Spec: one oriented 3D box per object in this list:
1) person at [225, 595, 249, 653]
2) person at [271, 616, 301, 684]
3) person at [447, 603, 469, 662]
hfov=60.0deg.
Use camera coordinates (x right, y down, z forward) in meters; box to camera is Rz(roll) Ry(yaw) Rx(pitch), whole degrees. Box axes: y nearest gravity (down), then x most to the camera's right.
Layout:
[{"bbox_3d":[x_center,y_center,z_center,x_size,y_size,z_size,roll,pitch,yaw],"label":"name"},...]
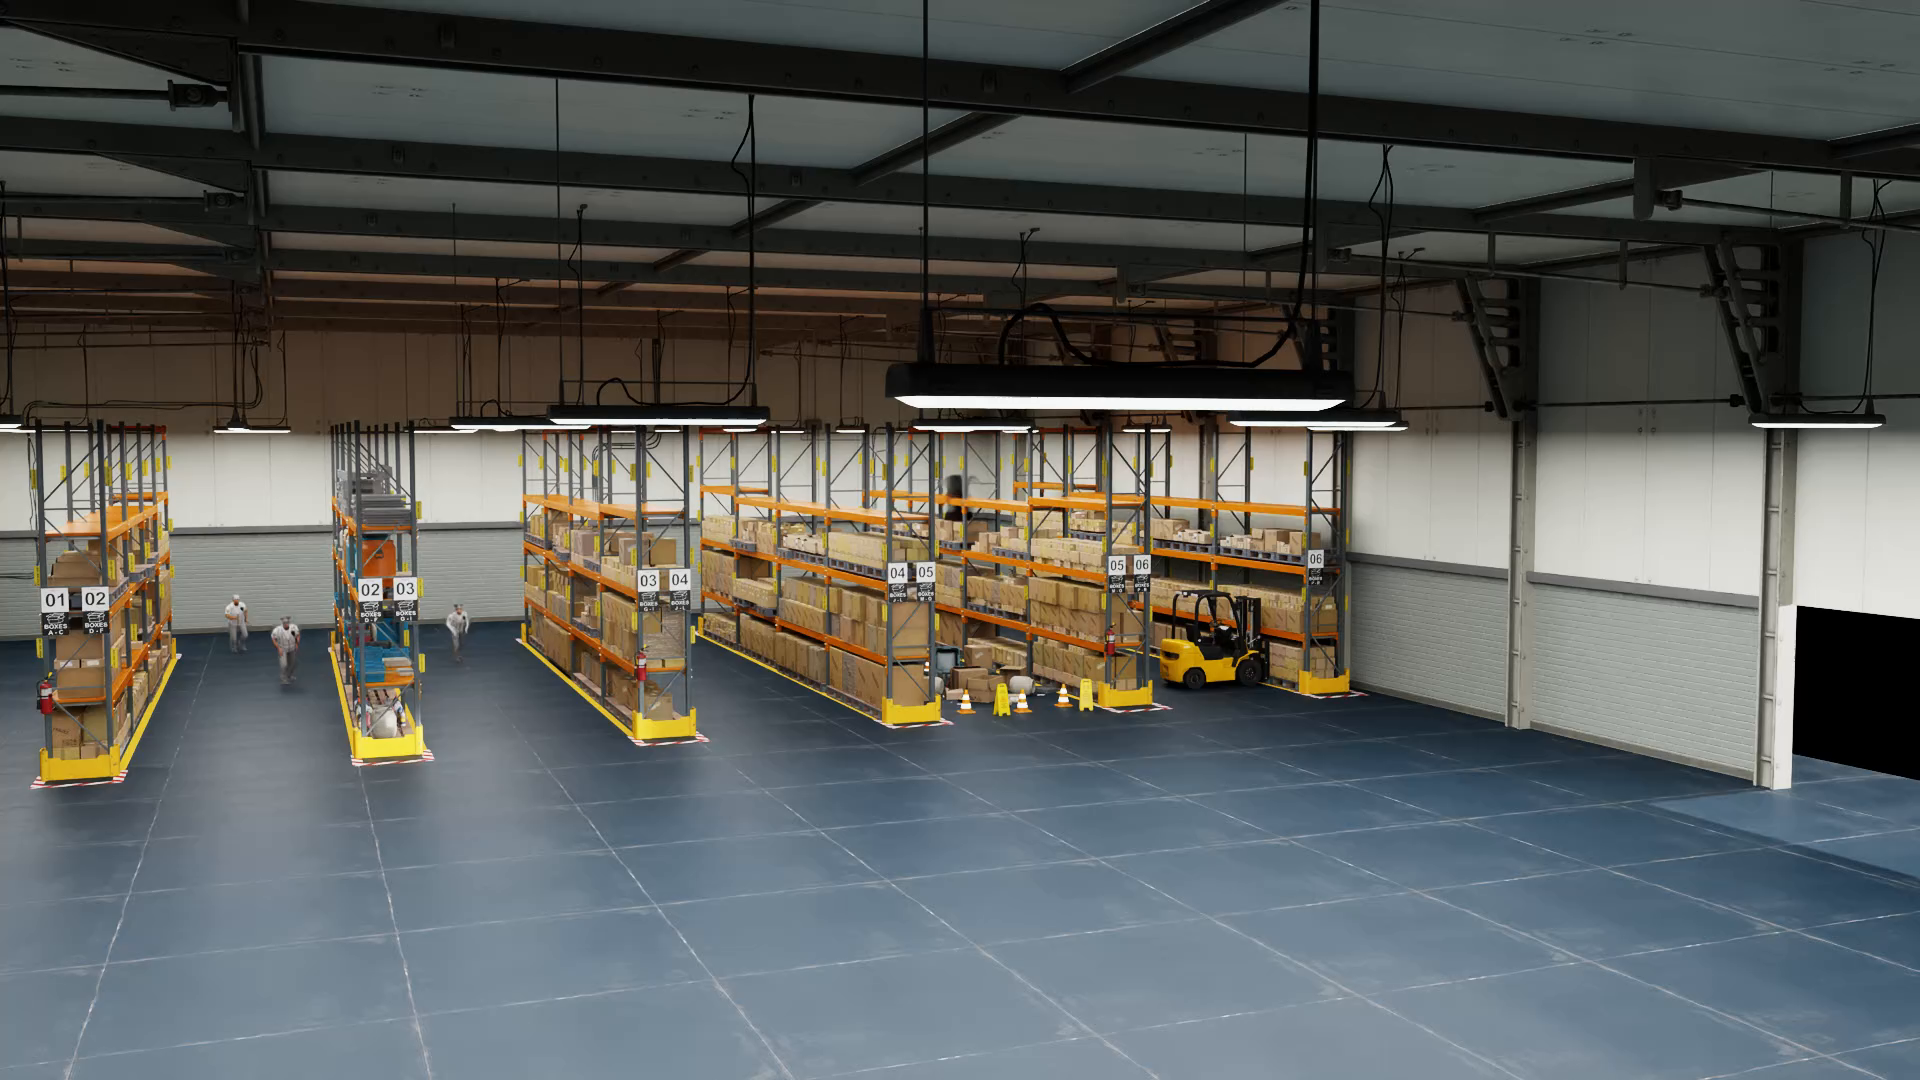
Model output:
[{"bbox_3d":[-19.049,2.207,43.821,0.599,1.561,0.835,-2,4,-34],"label":"person"},{"bbox_3d":[-15.571,2.525,38.424,0.705,1.600,0.891,-3,5,-44],"label":"person"},{"bbox_3d":[-12.748,2.331,42.145,0.849,1.517,0.615,3,5,44],"label":"person"}]
